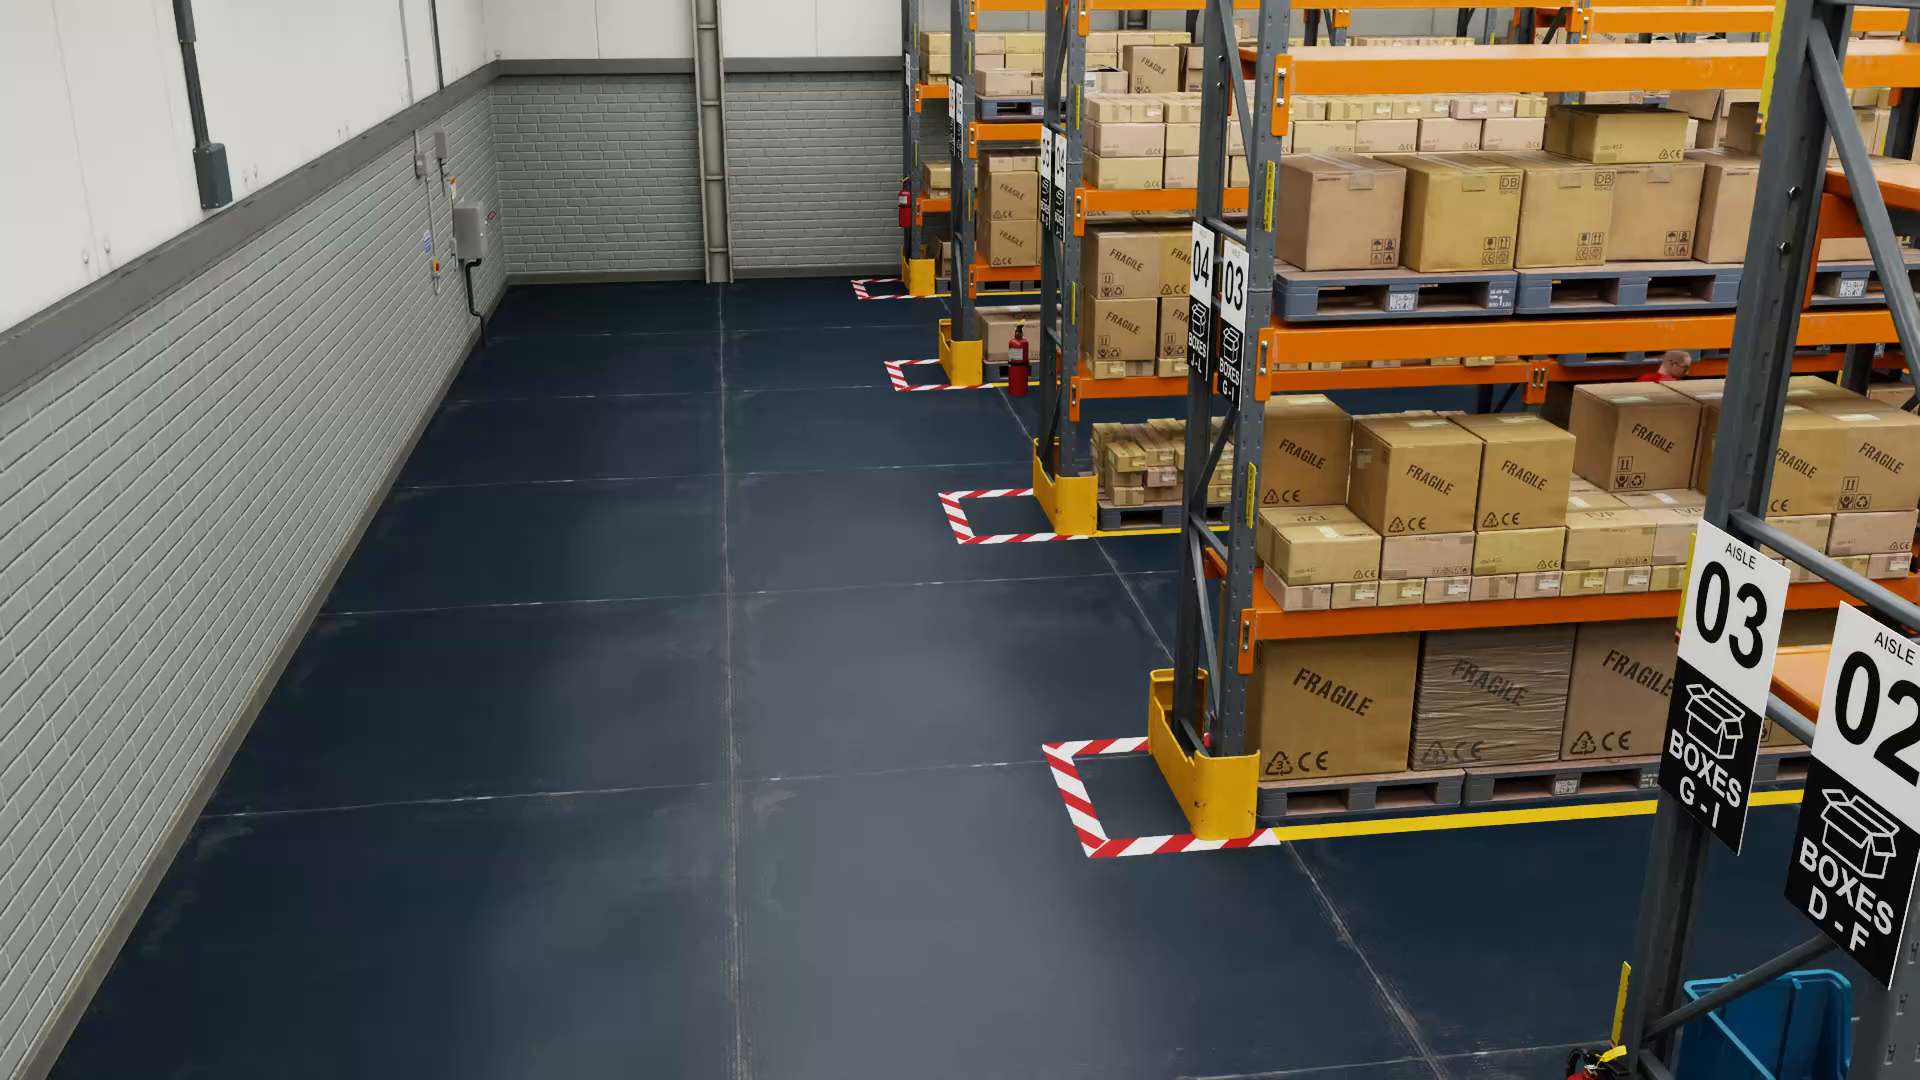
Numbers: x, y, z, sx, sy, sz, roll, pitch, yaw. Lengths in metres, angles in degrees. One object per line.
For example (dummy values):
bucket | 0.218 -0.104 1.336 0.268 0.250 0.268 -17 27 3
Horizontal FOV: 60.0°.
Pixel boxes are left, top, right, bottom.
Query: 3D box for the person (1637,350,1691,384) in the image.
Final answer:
person | 5.407 -0.660 12.872 0.553 1.716 0.572 -6 21 -17
